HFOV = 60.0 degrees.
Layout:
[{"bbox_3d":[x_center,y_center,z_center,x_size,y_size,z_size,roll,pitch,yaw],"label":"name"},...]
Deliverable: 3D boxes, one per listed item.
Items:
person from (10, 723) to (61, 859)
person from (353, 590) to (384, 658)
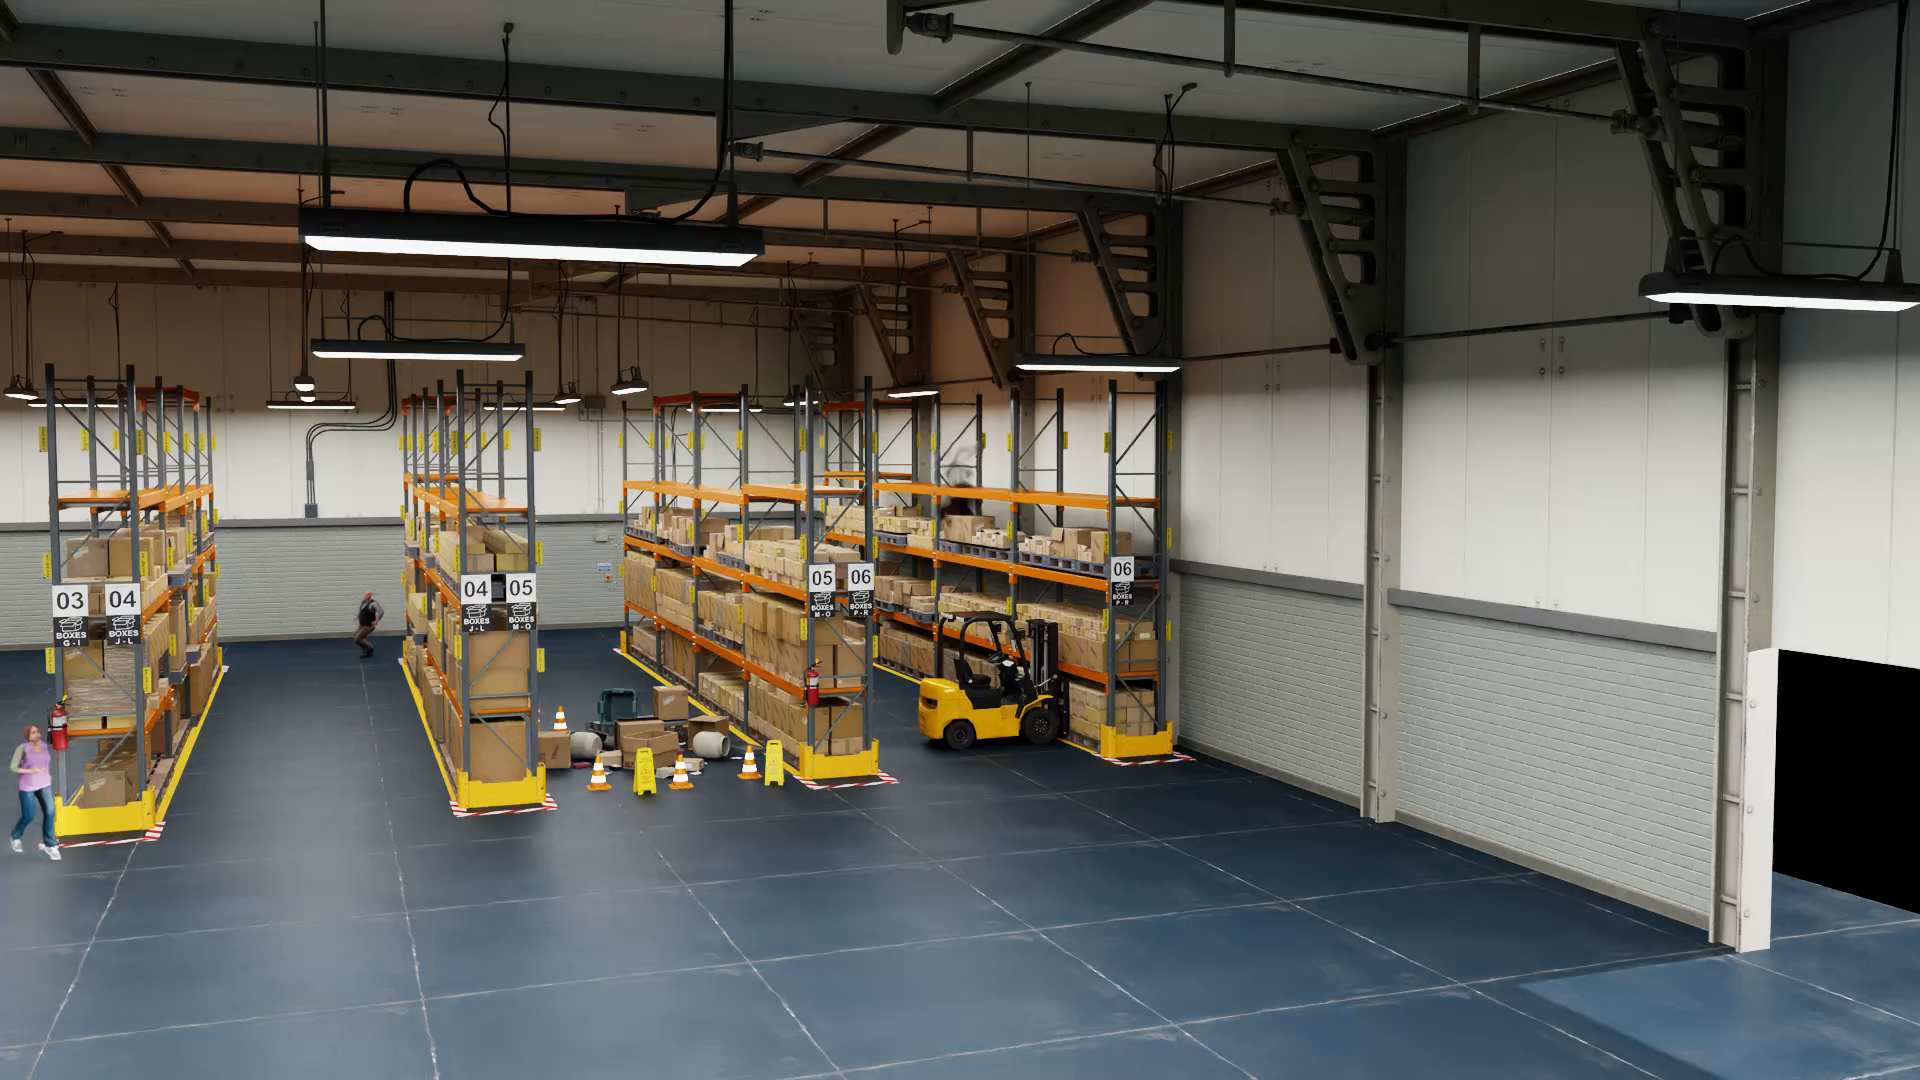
[{"bbox_3d":[-11.191,3.021,20.065,0.769,1.624,0.544,2,4,31],"label":"person"},{"bbox_3d":[-13.703,1.952,38.376,0.784,1.624,0.556,3,5,42],"label":"person"}]
